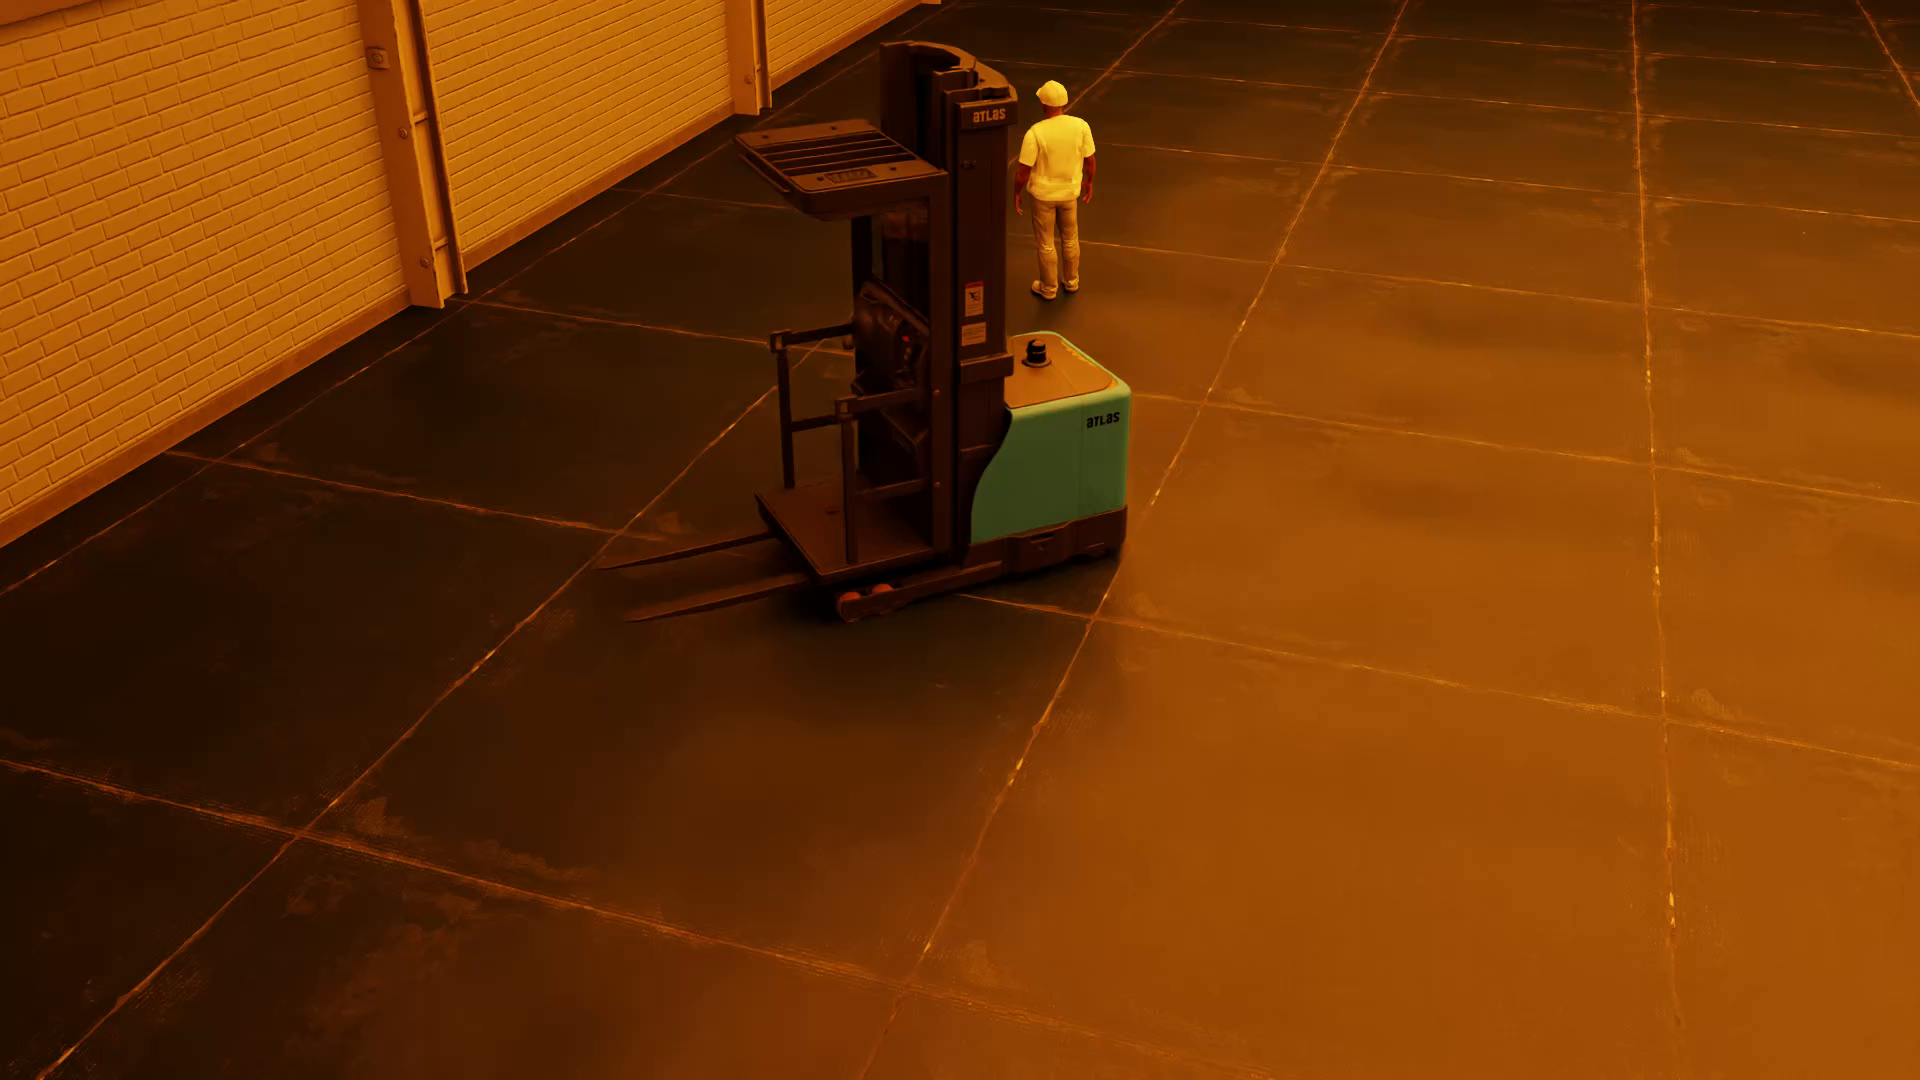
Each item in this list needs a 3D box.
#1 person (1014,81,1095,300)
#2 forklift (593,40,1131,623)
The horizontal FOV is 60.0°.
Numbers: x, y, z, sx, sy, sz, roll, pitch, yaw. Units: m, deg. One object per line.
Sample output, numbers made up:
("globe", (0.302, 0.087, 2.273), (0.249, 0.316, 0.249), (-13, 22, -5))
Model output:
("person", (0.723, -2.781, 13.177), (0.665, 1.767, 0.576), (-8, 31, -14))
("forklift", (-0.566, -1.113, 9.089), (3.031, 2.935, 1.130), (-13, 32, -22))
